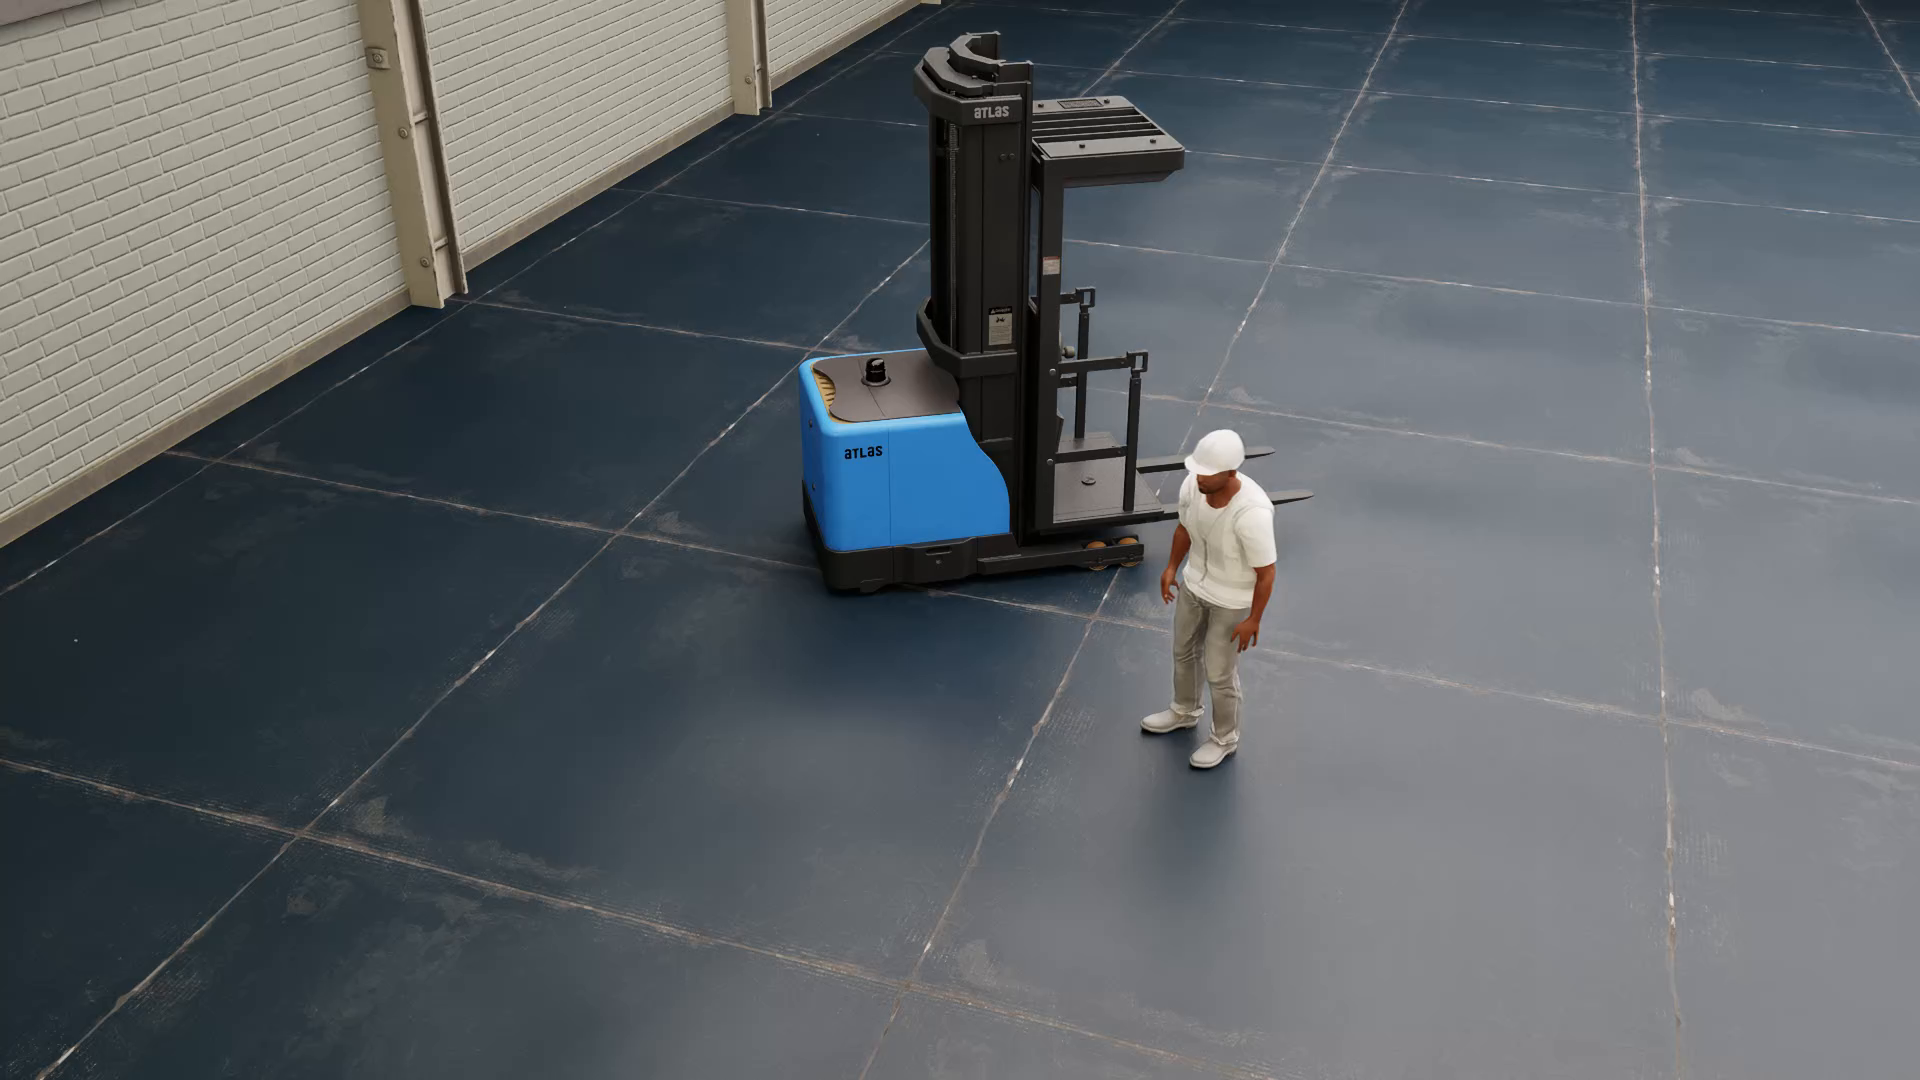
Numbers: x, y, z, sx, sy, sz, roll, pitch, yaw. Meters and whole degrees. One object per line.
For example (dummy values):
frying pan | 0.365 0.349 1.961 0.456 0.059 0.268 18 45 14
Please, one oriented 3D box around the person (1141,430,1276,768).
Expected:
person | 1.198 0.257 7.872 0.460 1.761 0.637 -18 34 -29

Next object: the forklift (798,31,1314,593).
forklift | 0.609 -1.343 9.493 3.031 2.935 1.130 -7 30 -11
